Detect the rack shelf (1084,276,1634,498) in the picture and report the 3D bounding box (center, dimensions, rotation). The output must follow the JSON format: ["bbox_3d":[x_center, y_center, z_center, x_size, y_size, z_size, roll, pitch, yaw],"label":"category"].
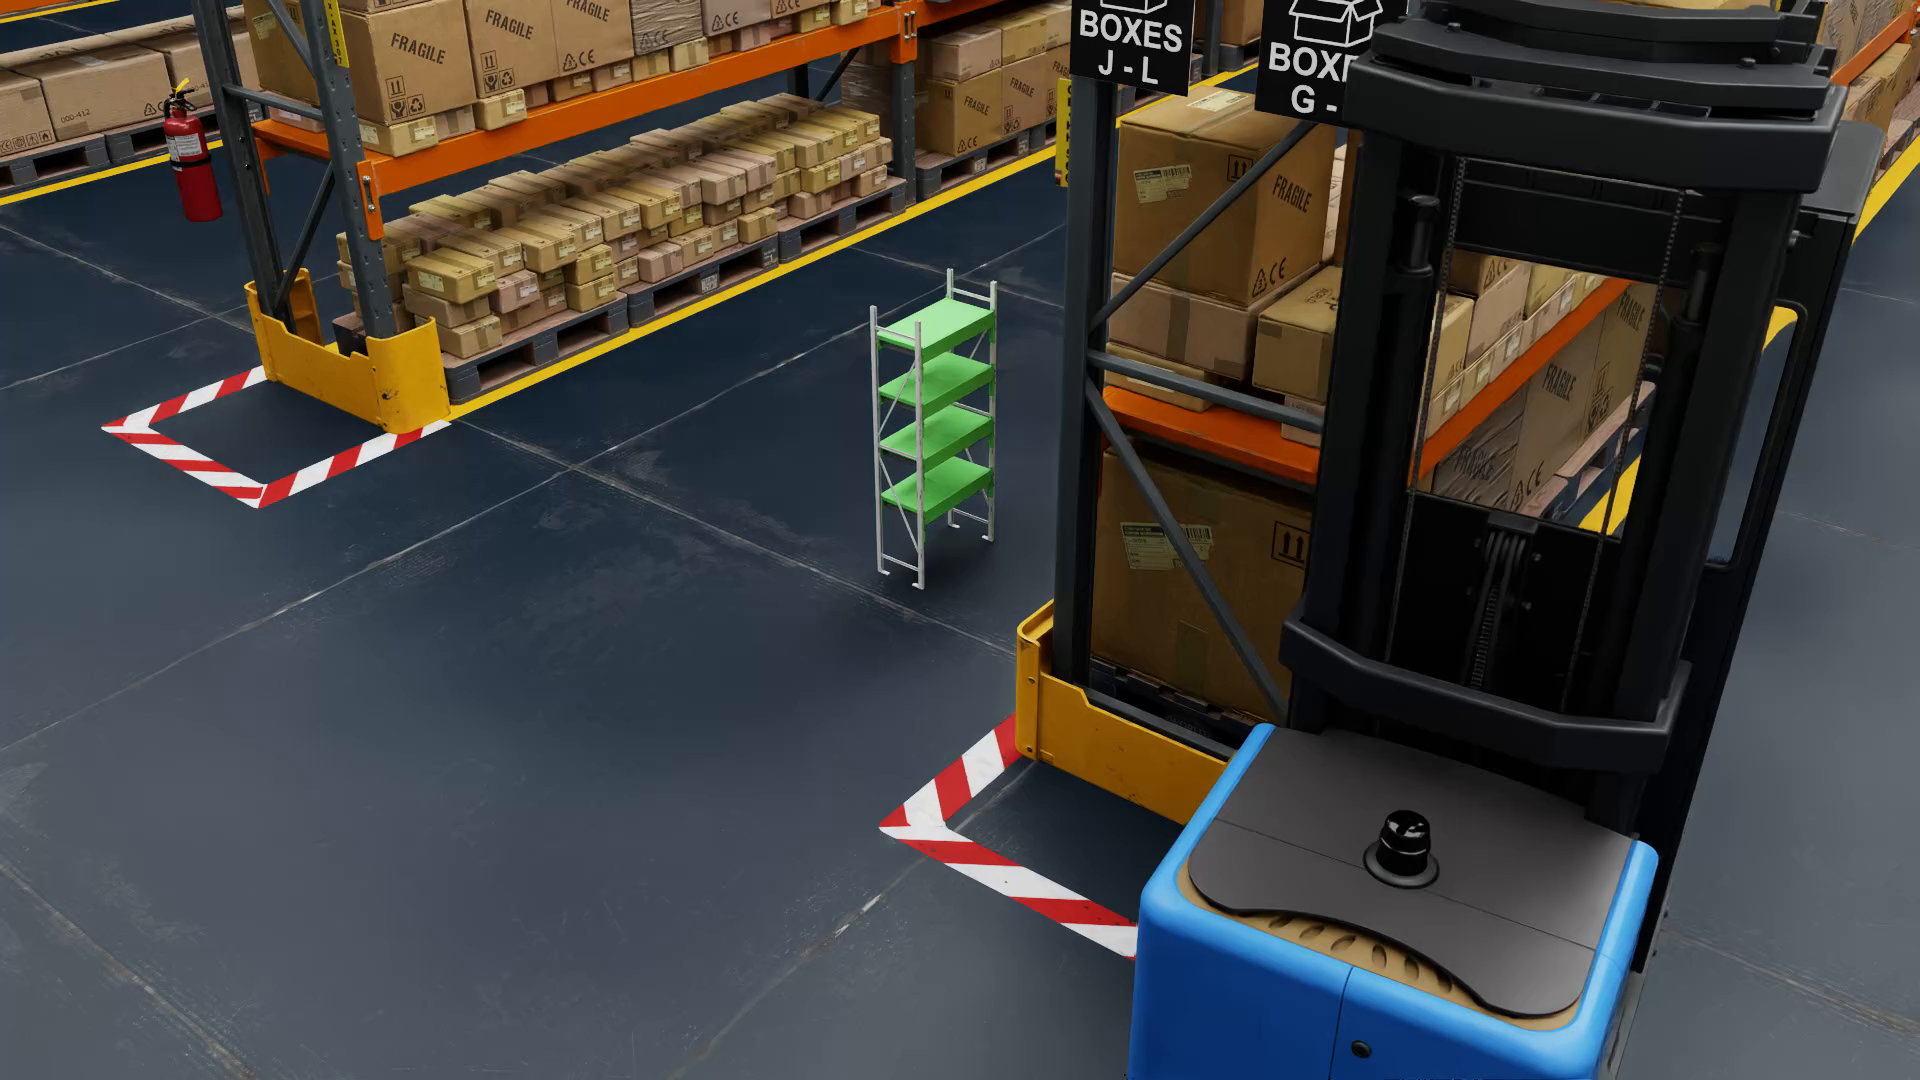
[{"bbox_3d":[1.963,-0.945,6.609,1.077,0.370,4.000,21,37,31],"label":"rack shelf"}]

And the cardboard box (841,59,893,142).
[{"bbox_3d":[-0.477,-3.119,11.611,0.500,0.500,0.500,20,36,30],"label":"cardboard box"}]

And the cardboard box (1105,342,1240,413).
[{"bbox_3d":[0.708,-0.580,5.533,0.380,0.149,0.250,22,37,32],"label":"cardboard box"}]

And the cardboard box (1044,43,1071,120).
[{"bbox_3d":[0.558,-3.392,12.071,0.500,0.500,0.500,22,37,32],"label":"cardboard box"}]

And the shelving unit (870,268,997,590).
[{"bbox_3d":[-0.100,-0.449,6.831,0.258,1.200,0.503,21,37,31],"label":"shelving unit"}]

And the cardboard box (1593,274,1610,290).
[{"bbox_3d":[2.318,-1.109,6.426,0.380,0.149,0.250,22,37,32],"label":"cardboard box"}]

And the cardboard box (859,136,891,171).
[{"bbox_3d":[-0.660,-2.492,10.605,0.380,0.149,0.250,22,37,32],"label":"cardboard box"}]

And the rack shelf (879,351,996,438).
[{"bbox_3d":[-0.100,-0.600,6.741,0.258,0.148,0.480,21,37,31],"label":"rack shelf"}]

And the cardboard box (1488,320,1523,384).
[{"bbox_3d":[1.698,-0.692,5.722,0.380,0.149,0.250,20,36,31],"label":"cardboard box"}]

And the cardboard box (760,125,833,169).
[{"bbox_3d":[-0.997,-2.401,10.161,0.380,0.149,0.250,21,36,31],"label":"cardboard box"}]

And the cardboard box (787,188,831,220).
[{"bbox_3d":[-1.020,-2.118,10.266,0.380,0.149,0.250,20,36,30],"label":"cardboard box"}]

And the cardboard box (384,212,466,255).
[{"bbox_3d":[-2.823,-1.597,8.804,0.380,0.149,0.250,22,37,32],"label":"cardboard box"}]

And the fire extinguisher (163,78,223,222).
[{"bbox_3d":[-3.658,-1.855,7.880,0.296,0.674,0.183,21,37,31],"label":"fire extinguisher"}]

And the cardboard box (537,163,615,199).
[{"bbox_3d":[-2.195,-2.027,9.528,0.380,0.149,0.250,20,36,30],"label":"cardboard box"}]

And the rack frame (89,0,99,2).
[{"bbox_3d":[-8.690,-6.644,15.518,1.000,3.000,0.127,21,37,31],"label":"rack frame"}]

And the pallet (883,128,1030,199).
[{"bbox_3d":[-0.254,-2.753,11.688,1.003,0.211,1.213,21,37,31],"label":"pallet"}]

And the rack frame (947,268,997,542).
[{"bbox_3d":[0.047,-0.548,6.998,0.240,1.200,0.015,21,37,31],"label":"rack frame"}]

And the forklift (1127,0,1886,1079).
[{"bbox_3d":[1.568,-0.058,4.473,1.130,2.935,3.031,16,34,25],"label":"forklift"}]

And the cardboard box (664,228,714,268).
[{"bbox_3d":[-1.643,-1.711,9.579,0.380,0.149,0.250,21,37,31],"label":"cardboard box"}]

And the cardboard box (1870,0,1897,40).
[{"bbox_3d":[5.179,-3.259,9.709,0.500,0.500,0.500,21,36,31],"label":"cardboard box"}]

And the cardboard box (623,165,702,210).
[{"bbox_3d":[-1.696,-2.001,9.485,0.380,0.149,0.250,21,37,31],"label":"cardboard box"}]

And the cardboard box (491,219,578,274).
[{"bbox_3d":[-2.226,-1.540,8.707,0.380,0.149,0.250,21,37,31],"label":"cardboard box"}]

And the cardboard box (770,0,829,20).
[{"bbox_3d":[-1.104,-3.312,9.507,0.500,0.500,0.500,20,36,30],"label":"cardboard box"}]

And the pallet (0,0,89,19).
[{"bbox_3d":[-9.105,-5.165,15.759,1.003,0.211,1.213,21,37,31],"label":"pallet"}]

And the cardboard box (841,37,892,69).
[{"bbox_3d":[-0.475,-3.444,11.423,0.500,0.250,0.500,20,36,30],"label":"cardboard box"}]

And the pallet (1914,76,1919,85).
[{"bbox_3d":[7.531,-3.803,13.460,1.003,0.211,1.213,21,37,31],"label":"pallet"}]

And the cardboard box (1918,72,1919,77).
[{"bbox_3d":[7.309,-4.002,13.082,0.700,0.500,0.500,21,36,31],"label":"cardboard box"}]

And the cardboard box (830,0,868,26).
[{"bbox_3d":[-0.777,-3.201,9.955,0.380,0.149,0.250,20,36,30],"label":"cardboard box"}]

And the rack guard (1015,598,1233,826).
[{"bbox_3d":[0.741,0.643,5.674,1.175,0.500,0.348,21,37,31],"label":"rack guard"}]

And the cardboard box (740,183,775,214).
[{"bbox_3d":[-1.329,-2.082,9.914,0.380,0.149,0.250,22,37,32],"label":"cardboard box"}]

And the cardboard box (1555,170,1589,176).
[{"bbox_3d":[1.871,-1.356,5.715,0.500,0.500,0.500,20,36,30],"label":"cardboard box"}]

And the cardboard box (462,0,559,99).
[{"bbox_3d":[-2.343,-2.503,8.142,0.500,0.500,0.500,21,37,31],"label":"cardboard box"}]

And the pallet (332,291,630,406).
[{"bbox_3d":[-2.573,-1.160,9.000,1.003,0.211,1.213,21,37,31],"label":"pallet"}]

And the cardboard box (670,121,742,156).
[{"bbox_3d":[-1.562,-2.445,10.234,0.380,0.149,0.250,20,36,30],"label":"cardboard box"}]

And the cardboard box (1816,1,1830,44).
[{"bbox_3d":[3.950,-2.425,8.302,0.500,0.500,0.500,21,37,31],"label":"cardboard box"}]

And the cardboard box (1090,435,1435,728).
[{"bbox_3d":[1.078,0.007,5.969,0.875,0.875,0.875,21,37,31],"label":"cardboard box"}]

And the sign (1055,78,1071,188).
[{"bbox_3d":[0.332,-1.215,4.989,0.100,0.325,0.005,21,37,31],"label":"sign"}]

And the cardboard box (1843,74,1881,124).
[{"bbox_3d":[4.608,-2.326,9.905,1.225,0.875,0.875,21,37,31],"label":"cardboard box"}]

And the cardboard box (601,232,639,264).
[{"bbox_3d":[-2.003,-1.654,9.192,0.380,0.149,0.250,19,36,29],"label":"cardboard box"}]

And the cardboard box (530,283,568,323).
[{"bbox_3d":[-2.329,-1.313,8.907,0.380,0.149,0.250,22,37,32],"label":"cardboard box"}]

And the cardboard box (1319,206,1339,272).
[{"bbox_3d":[1.143,-0.990,5.834,0.500,0.250,0.500,20,36,30],"label":"cardboard box"}]

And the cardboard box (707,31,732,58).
[{"bbox_3d":[-1.498,-2.807,9.290,0.380,0.149,0.250,21,36,31],"label":"cardboard box"}]

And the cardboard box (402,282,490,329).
[{"bbox_3d":[-2.617,-1.226,8.469,0.380,0.149,0.250,23,38,33],"label":"cardboard box"}]

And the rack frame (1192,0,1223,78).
[{"bbox_3d":[1.692,-5.261,13.185,1.000,3.000,0.127,21,37,31],"label":"rack frame"}]

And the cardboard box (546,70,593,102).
[{"bbox_3d":[-2.124,-2.392,8.590,0.380,0.149,0.250,21,36,31],"label":"cardboard box"}]

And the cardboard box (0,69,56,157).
[{"bbox_3d":[-6.826,-2.869,11.251,0.875,0.438,0.875,20,36,30],"label":"cardboard box"}]

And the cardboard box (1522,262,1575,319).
[{"bbox_3d":[1.875,-1.034,5.908,0.500,0.250,0.500,20,36,30],"label":"cardboard box"}]

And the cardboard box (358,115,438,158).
[{"bbox_3d":[-2.681,-1.932,7.815,0.380,0.149,0.250,21,36,31],"label":"cardboard box"}]
